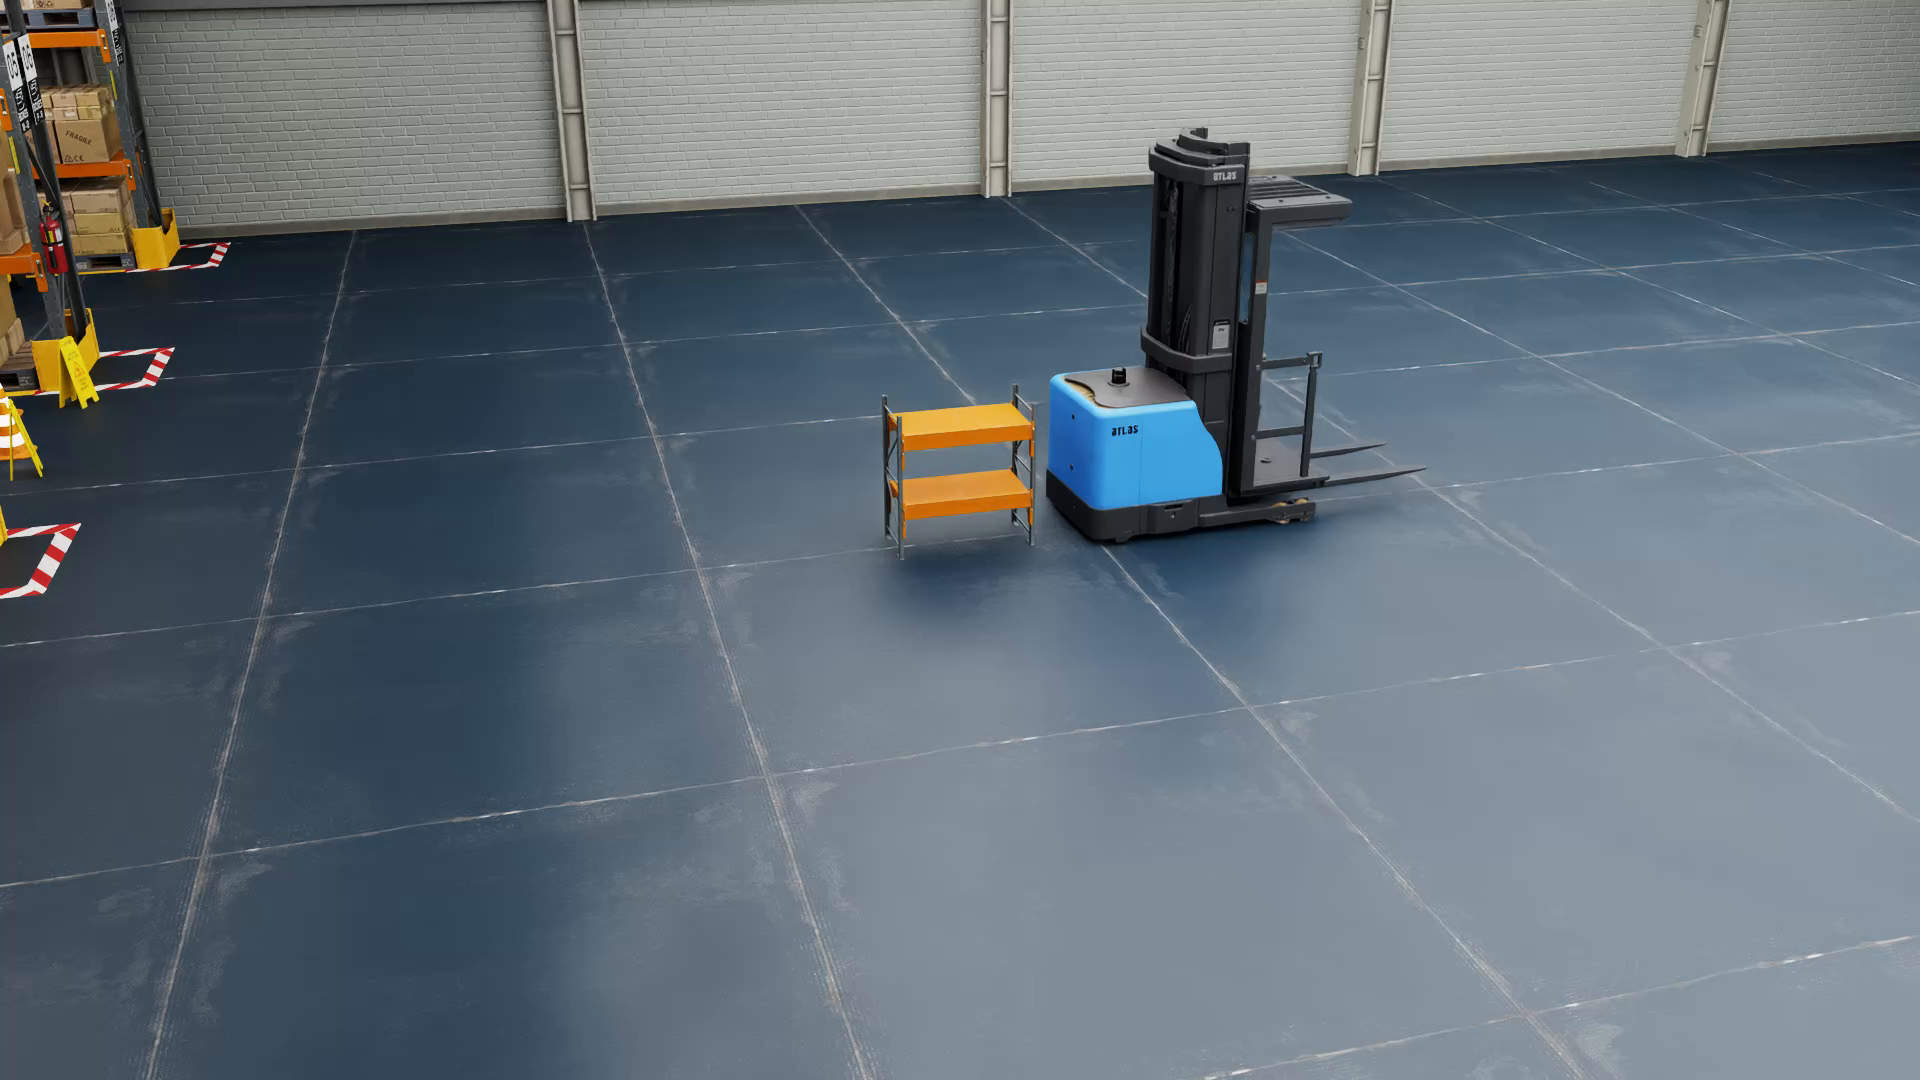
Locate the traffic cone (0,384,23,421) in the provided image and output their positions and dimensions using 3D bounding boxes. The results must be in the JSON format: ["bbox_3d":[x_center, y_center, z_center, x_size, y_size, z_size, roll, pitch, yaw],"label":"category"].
[{"bbox_3d":[-8.834,-1.346,15.230,0.334,0.463,0.336,-6,24,-14],"label":"traffic cone"}]

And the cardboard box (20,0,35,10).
[{"bbox_3d":[-10.829,-6.230,19.250,0.250,0.149,0.380,-7,24,-16],"label":"cardboard box"}]

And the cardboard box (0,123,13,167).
[{"bbox_3d":[-11.511,-4.719,19.747,0.500,0.500,0.500,-7,24,-15],"label":"cardboard box"}]

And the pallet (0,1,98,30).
[{"bbox_3d":[-10.801,-6.204,19.642,1.213,0.211,1.003,-6,24,-14],"label":"pallet"}]

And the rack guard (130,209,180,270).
[{"bbox_3d":[-10.090,-3.785,20.868,0.348,0.500,1.175,-6,24,-14],"label":"rack guard"}]

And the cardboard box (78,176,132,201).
[{"bbox_3d":[-10.627,-4.341,20.679,0.500,0.250,0.500,-7,24,-15],"label":"cardboard box"}]

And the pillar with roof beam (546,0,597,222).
[{"bbox_3d":[-4.087,-6.961,17.491,0.400,9.000,9.100,-6,24,-14],"label":"pillar with roof beam"}]

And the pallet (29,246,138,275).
[{"bbox_3d":[-10.838,-3.553,20.692,1.213,0.211,1.003,-6,24,-14],"label":"pallet"}]

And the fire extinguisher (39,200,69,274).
[{"bbox_3d":[-8.534,-2.849,15.614,0.183,0.674,0.296,-6,24,-14],"label":"fire extinguisher"}]

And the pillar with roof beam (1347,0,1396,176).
[{"bbox_3d":[7.467,-8.239,20.470,0.400,9.000,9.100,-6,24,-14],"label":"pillar with roof beam"}]

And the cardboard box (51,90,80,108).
[{"bbox_3d":[-10.630,-5.256,19.799,0.250,0.149,0.380,-6,24,-14],"label":"cardboard box"}]

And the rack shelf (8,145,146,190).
[{"bbox_3d":[-12.039,-4.388,20.014,4.000,0.370,1.077,-6,24,-14],"label":"rack shelf"}]

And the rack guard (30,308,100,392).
[{"bbox_3d":[-8.842,-1.890,16.452,0.348,0.500,1.175,-6,24,-14],"label":"rack guard"}]

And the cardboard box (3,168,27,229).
[{"bbox_3d":[-9.300,-3.285,16.027,0.500,0.500,0.500,-7,24,-15],"label":"cardboard box"}]

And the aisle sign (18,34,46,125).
[{"bbox_3d":[-8.793,-4.366,15.755,0.004,0.787,0.394,-6,24,-14],"label":"aisle sign"}]

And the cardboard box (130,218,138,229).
[{"bbox_3d":[-10.639,-3.883,20.879,0.500,0.250,0.500,-6,24,-14],"label":"cardboard box"}]

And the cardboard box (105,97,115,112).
[{"bbox_3d":[-10.510,-5.338,20.367,0.250,0.149,0.380,-7,24,-16],"label":"cardboard box"}]

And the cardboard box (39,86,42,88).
[{"bbox_3d":[-11.248,-5.388,20.107,0.250,0.149,0.380,-6,24,-14],"label":"cardboard box"}]

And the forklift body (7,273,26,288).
[{"bbox_3d":[-11.446,-3.647,18.451,1.214,2.155,2.313,-6,24,-14],"label":"forklift body"}]

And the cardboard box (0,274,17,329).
[{"bbox_3d":[-9.643,-2.338,16.327,0.500,0.500,0.500,-7,24,-16],"label":"cardboard box"}]

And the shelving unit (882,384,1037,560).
[{"bbox_3d":[-0.007,-0.516,12.457,1.048,1.125,0.538,-6,24,-14],"label":"shelving unit"}]

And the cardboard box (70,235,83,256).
[{"bbox_3d":[-10.962,-3.641,20.317,0.500,0.250,0.500,-6,24,-14],"label":"cardboard box"}]

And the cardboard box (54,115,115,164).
[{"bbox_3d":[-10.516,-4.825,19.995,0.500,0.500,0.500,-7,24,-16],"label":"cardboard box"}]

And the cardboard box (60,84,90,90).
[{"bbox_3d":[-10.767,-5.453,20.258,0.250,0.149,0.380,-5,24,-13],"label":"cardboard box"}]

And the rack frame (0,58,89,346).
[{"bbox_3d":[-8.769,-3.047,15.978,0.127,3.000,1.000,-6,24,-14],"label":"rack frame"}]

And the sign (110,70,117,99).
[{"bbox_3d":[-9.980,-5.365,19.610,0.005,0.325,0.100,-6,24,-14],"label":"sign"}]

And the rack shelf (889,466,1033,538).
[{"bbox_3d":[-0.007,-0.292,12.553,1.000,0.278,0.538,-6,24,-14],"label":"rack shelf"}]

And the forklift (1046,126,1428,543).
[{"bbox_3d":[2.261,-1.661,12.834,3.031,2.935,1.130,-8,24,-17],"label":"forklift"}]

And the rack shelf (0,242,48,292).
[{"bbox_3d":[-10.694,-2.504,15.623,4.000,0.370,1.077,-6,24,-14],"label":"rack shelf"}]

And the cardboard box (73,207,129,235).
[{"bbox_3d":[-10.497,-3.920,20.332,0.500,0.250,0.500,-7,24,-15],"label":"cardboard box"}]

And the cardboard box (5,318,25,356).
[{"bbox_3d":[-9.620,-1.996,16.482,0.500,0.250,0.500,-7,24,-15],"label":"cardboard box"}]

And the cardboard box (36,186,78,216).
[{"bbox_3d":[-10.962,-4.096,20.109,0.500,0.250,0.500,-6,24,-13],"label":"cardboard box"}]

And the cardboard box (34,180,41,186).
[{"bbox_3d":[-11.592,-4.237,20.437,0.500,0.250,0.500,-6,24,-15],"label":"cardboard box"}]

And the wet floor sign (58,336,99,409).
[{"bbox_3d":[-8.297,-1.579,15.543,0.232,0.644,0.267,2,23,4],"label":"wet floor sign"}]

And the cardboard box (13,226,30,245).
[{"bbox_3d":[-9.152,-2.974,16.126,0.250,0.149,0.380,-6,24,-14],"label":"cardboard box"}]

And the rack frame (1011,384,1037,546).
[{"bbox_3d":[0.483,-0.570,12.583,0.032,1.125,0.500,-6,24,-14],"label":"rack frame"}]

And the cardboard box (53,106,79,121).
[{"bbox_3d":[-10.609,-5.094,19.798,0.250,0.149,0.380,-6,24,-14],"label":"cardboard box"}]

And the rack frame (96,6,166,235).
[{"bbox_3d":[-10.113,-4.931,20.369,0.127,3.000,1.000,-6,24,-14],"label":"rack frame"}]
